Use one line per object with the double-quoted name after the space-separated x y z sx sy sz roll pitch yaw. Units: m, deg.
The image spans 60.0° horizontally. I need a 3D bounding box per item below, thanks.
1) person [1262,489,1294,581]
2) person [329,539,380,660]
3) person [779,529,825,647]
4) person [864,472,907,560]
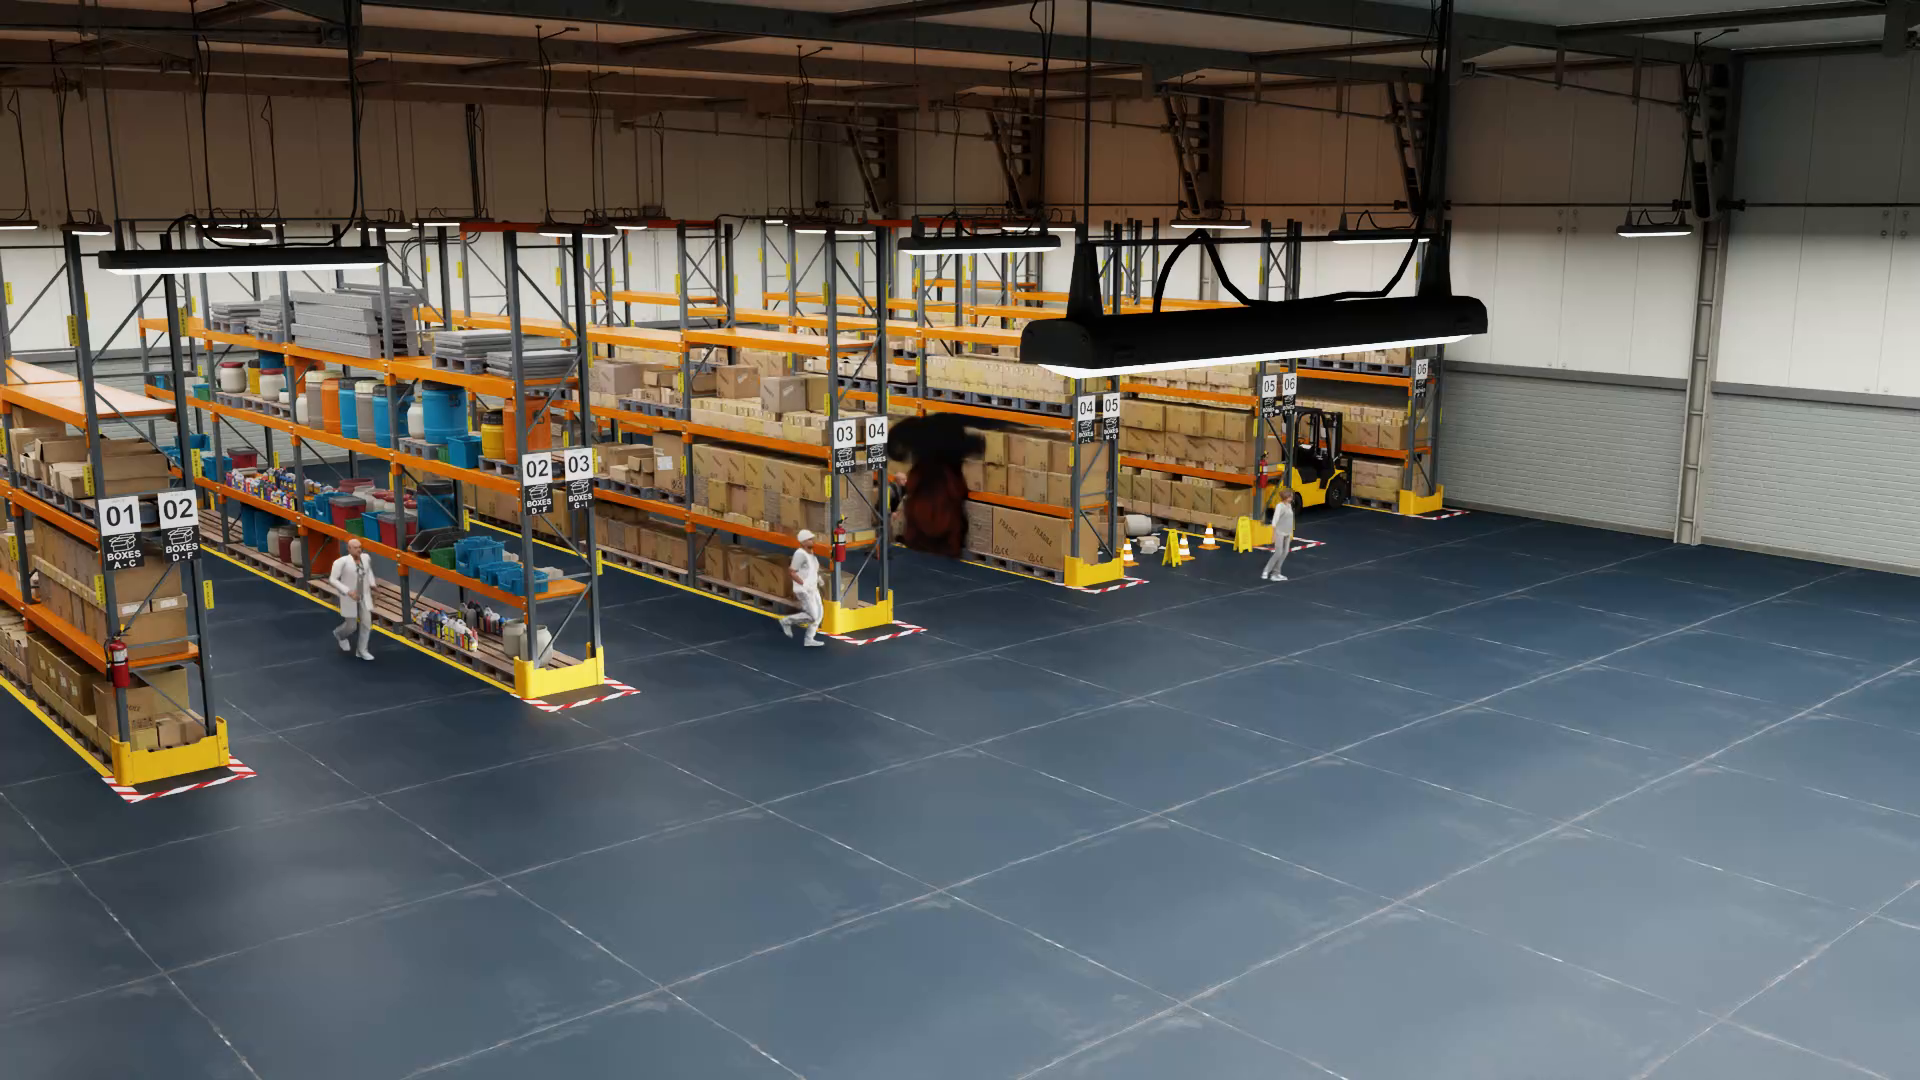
5.409 -0.085 28.301 0.434 1.583 0.543 9 15 38 "person"
-8.614 0.809 23.515 0.863 1.731 0.707 11 16 43 "person"
-2.284 0.697 24.068 0.647 1.731 0.684 2 12 11 "person"
-1.288 -0.401 28.536 0.870 1.604 0.659 3 12 15 "person"
